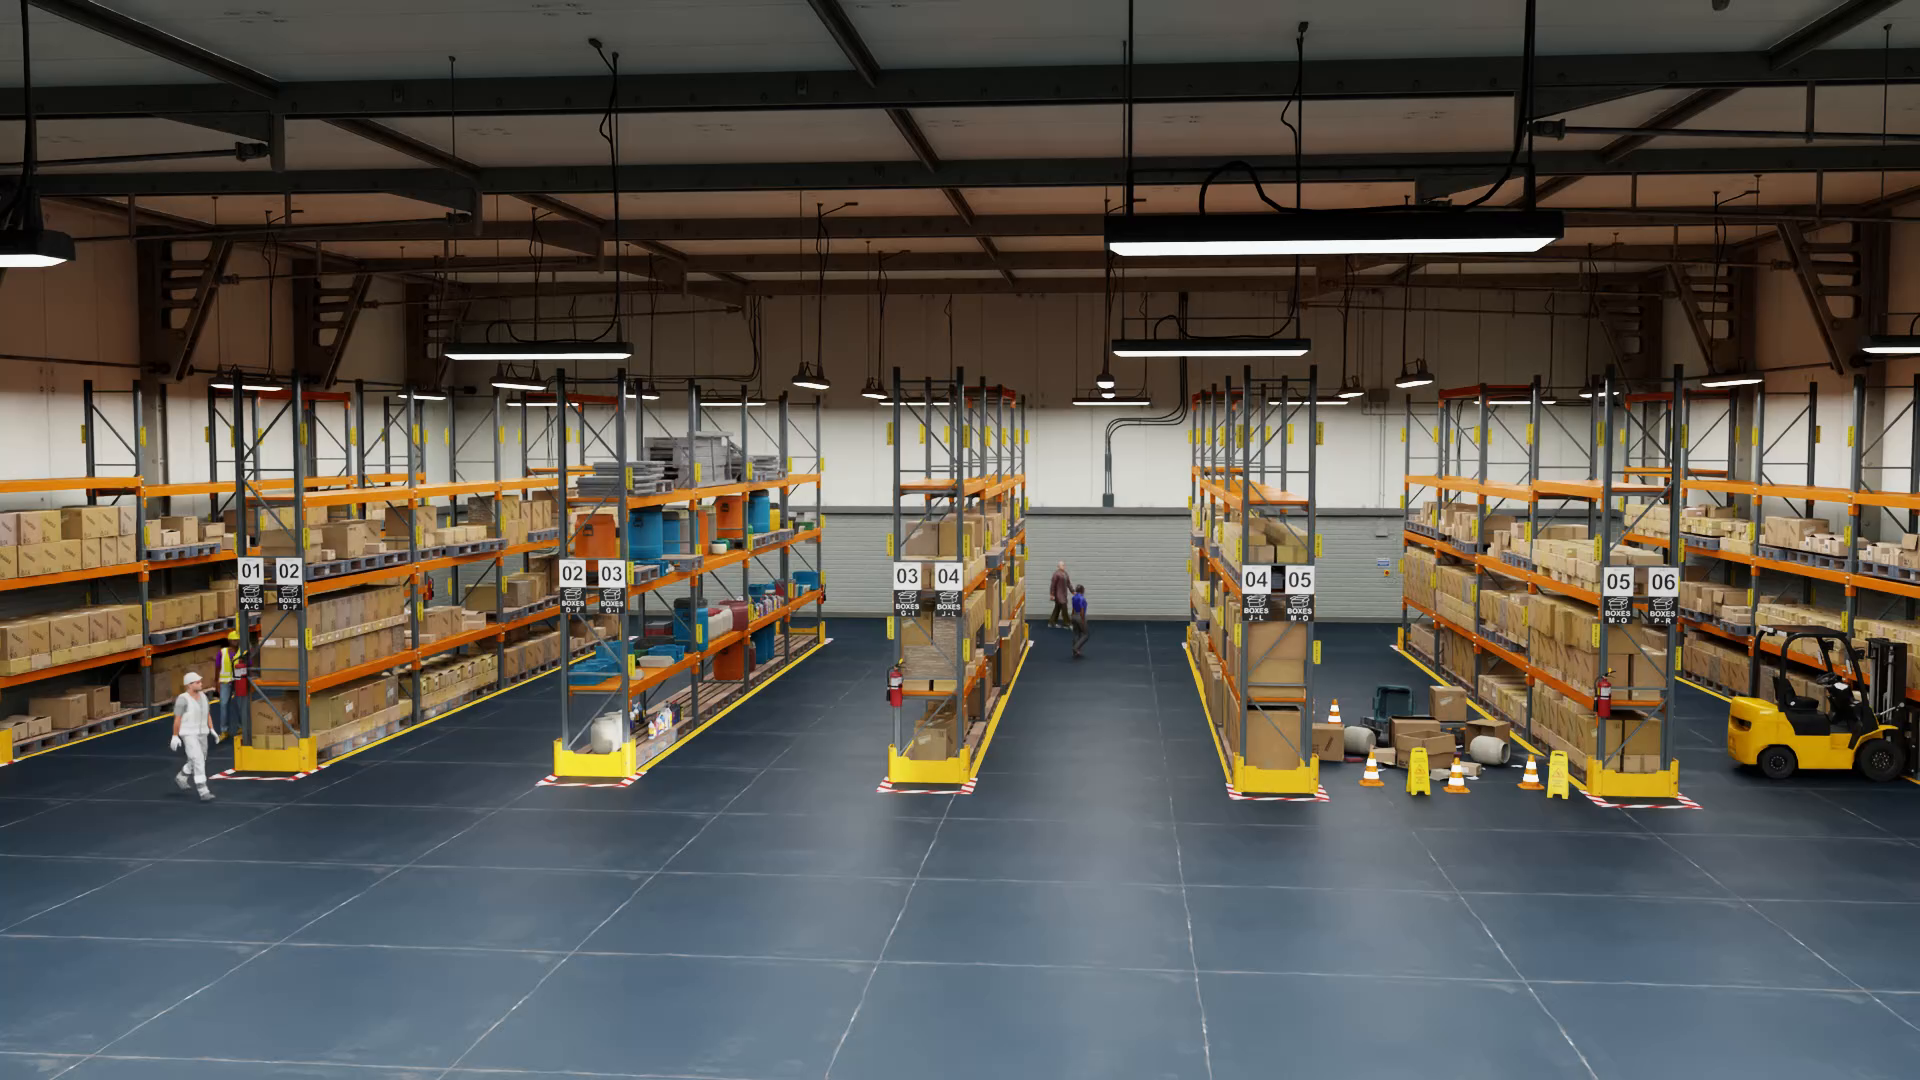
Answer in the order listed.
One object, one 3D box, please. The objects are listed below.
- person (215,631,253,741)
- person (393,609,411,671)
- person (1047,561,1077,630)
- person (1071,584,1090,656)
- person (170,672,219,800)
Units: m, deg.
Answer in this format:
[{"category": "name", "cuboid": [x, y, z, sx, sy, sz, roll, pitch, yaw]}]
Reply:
[{"category": "person", "cuboid": [-12.121, 2.419, 27.708, 0.600, 1.765, 0.782, -1, 4, -18]}, {"category": "person", "cuboid": [-11.686, 2.013, 34.875, 0.480, 1.616, 0.857, 0, 4, 3]}, {"category": "person", "cuboid": [2.669, 1.440, 43.145, 0.850, 1.773, 0.594, 2, 4, 29]}, {"category": "person", "cuboid": [2.688, 1.835, 37.815, 0.434, 1.643, 0.519, -2, 4, -28]}, {"category": "person", "cuboid": [-10.599, 2.694, 22.977, 1.002, 1.758, 0.627, 2, 4, 31]}]
